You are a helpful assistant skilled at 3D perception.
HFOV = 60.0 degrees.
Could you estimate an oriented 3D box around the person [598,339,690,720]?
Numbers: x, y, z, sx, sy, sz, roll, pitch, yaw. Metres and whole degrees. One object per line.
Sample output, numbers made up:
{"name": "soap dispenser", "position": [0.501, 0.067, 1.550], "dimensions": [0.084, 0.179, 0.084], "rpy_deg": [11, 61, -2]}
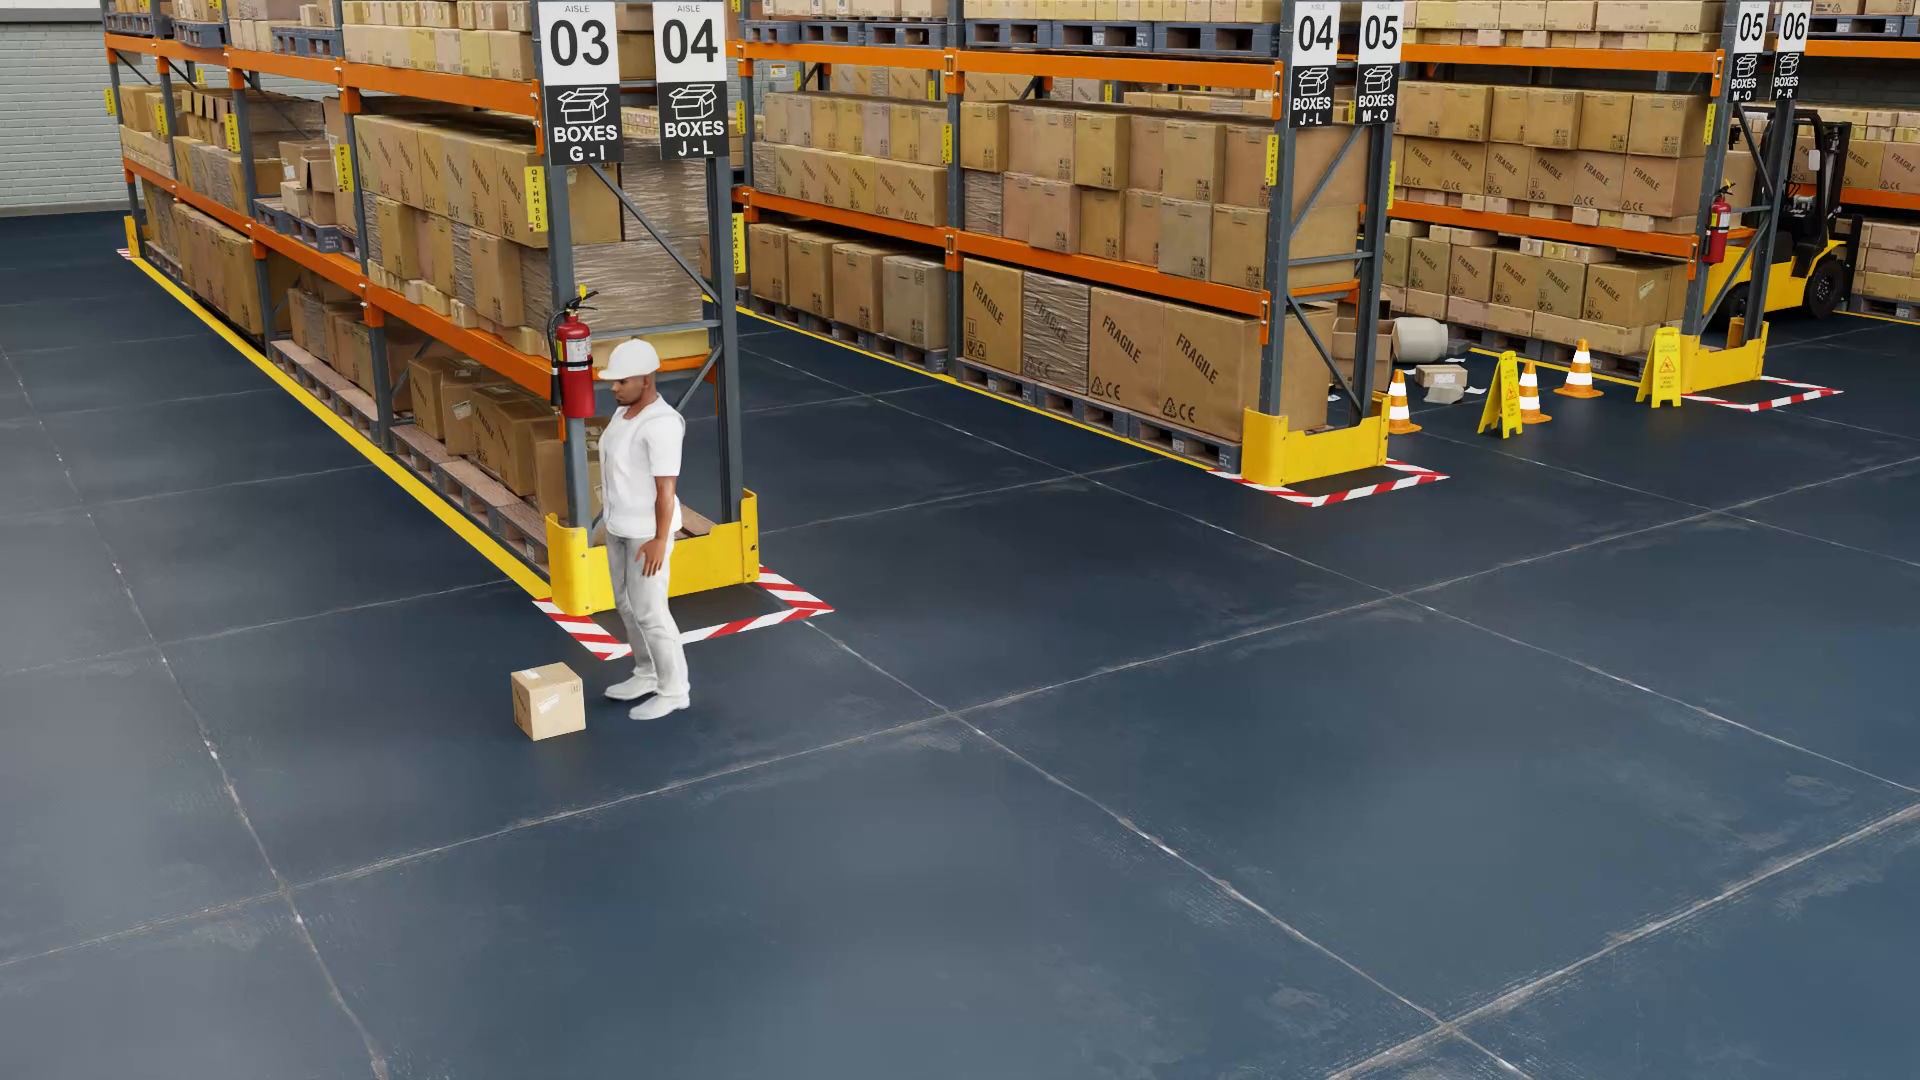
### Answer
{"name": "person", "position": [-1.469, -0.052, 7.696], "dimensions": [0.368, 1.771, 0.567], "rpy_deg": [-11, 21, -30]}
